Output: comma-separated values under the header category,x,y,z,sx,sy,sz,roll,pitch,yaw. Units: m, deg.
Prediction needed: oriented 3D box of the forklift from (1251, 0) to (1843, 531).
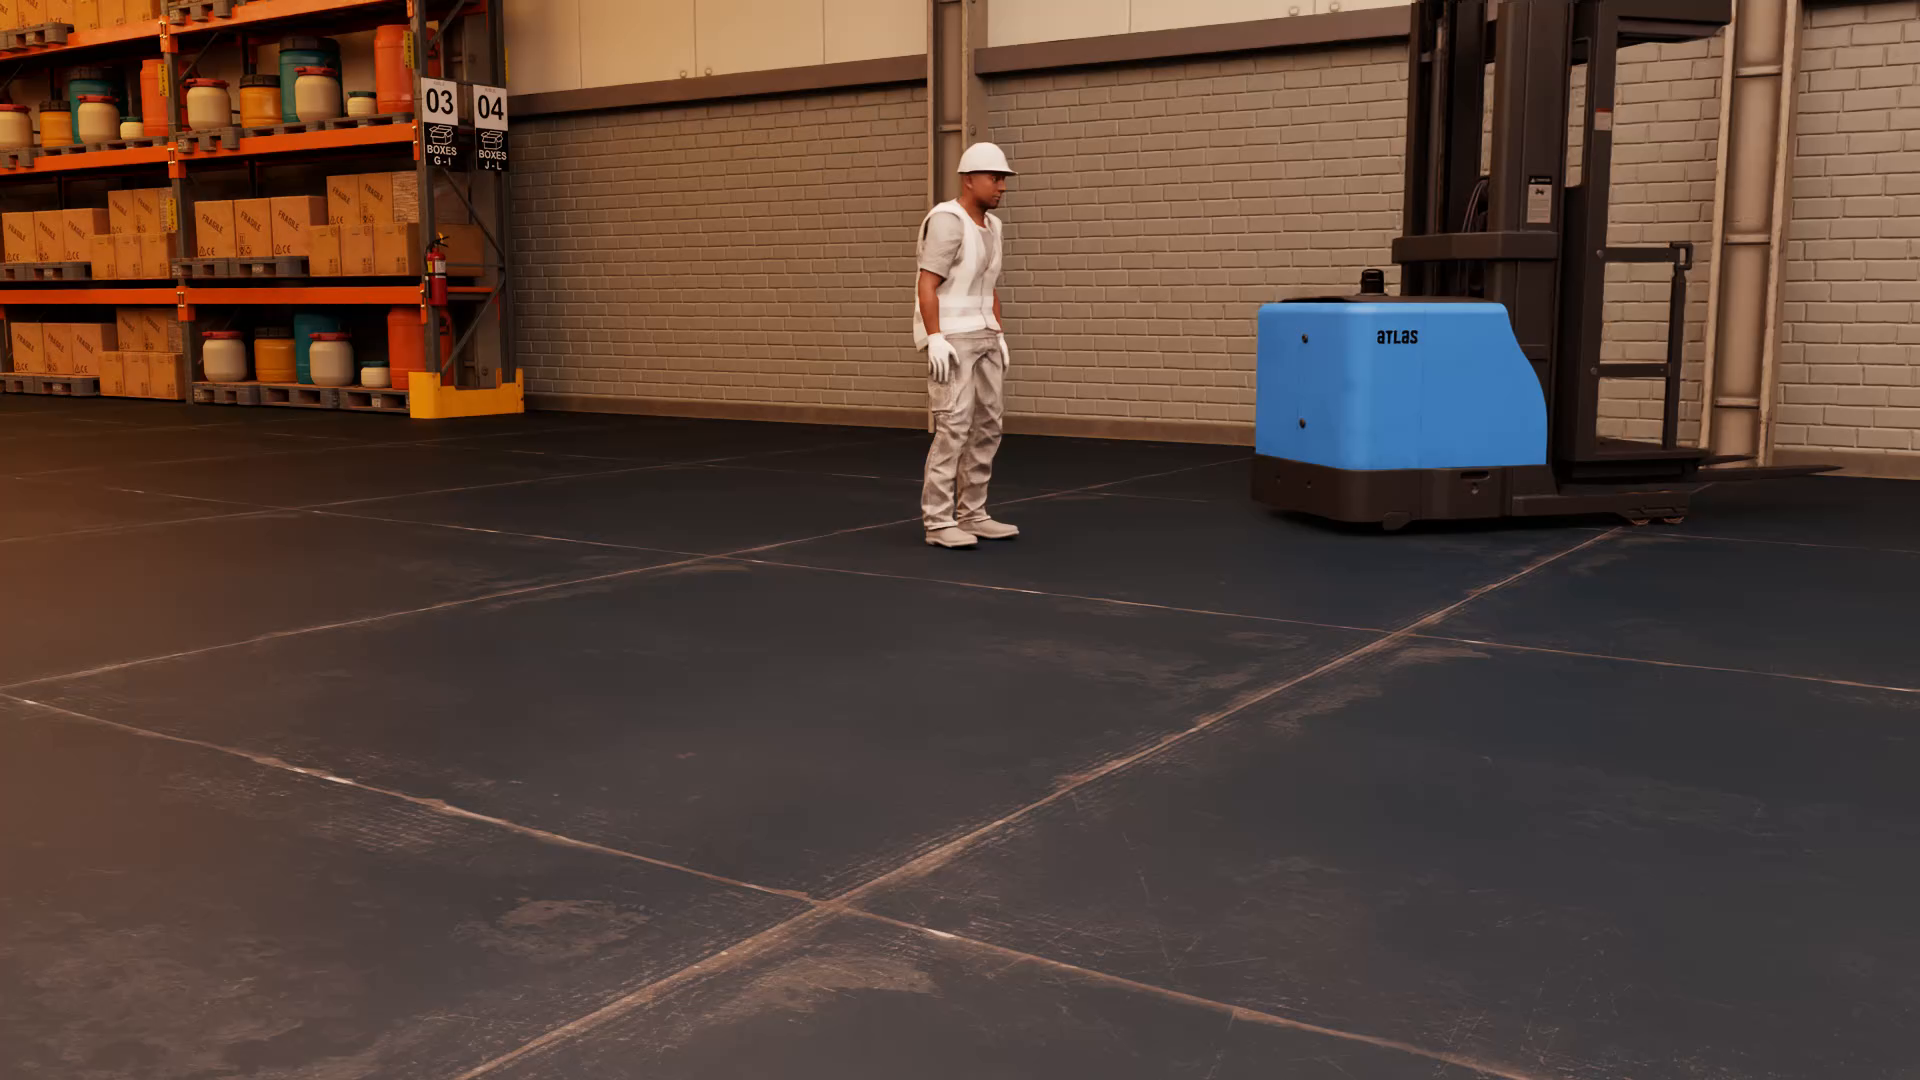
category,x,y,z,sx,sy,sz,roll,pitch,yaw
forklift,3.071,-1.590,8.376,3.031,2.935,1.130,-3,8,-17

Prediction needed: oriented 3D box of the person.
category,x,y,z,sx,sy,sz,roll,pitch,yaw
person,0.036,-0.874,7.463,0.449,1.773,0.617,5,10,32
